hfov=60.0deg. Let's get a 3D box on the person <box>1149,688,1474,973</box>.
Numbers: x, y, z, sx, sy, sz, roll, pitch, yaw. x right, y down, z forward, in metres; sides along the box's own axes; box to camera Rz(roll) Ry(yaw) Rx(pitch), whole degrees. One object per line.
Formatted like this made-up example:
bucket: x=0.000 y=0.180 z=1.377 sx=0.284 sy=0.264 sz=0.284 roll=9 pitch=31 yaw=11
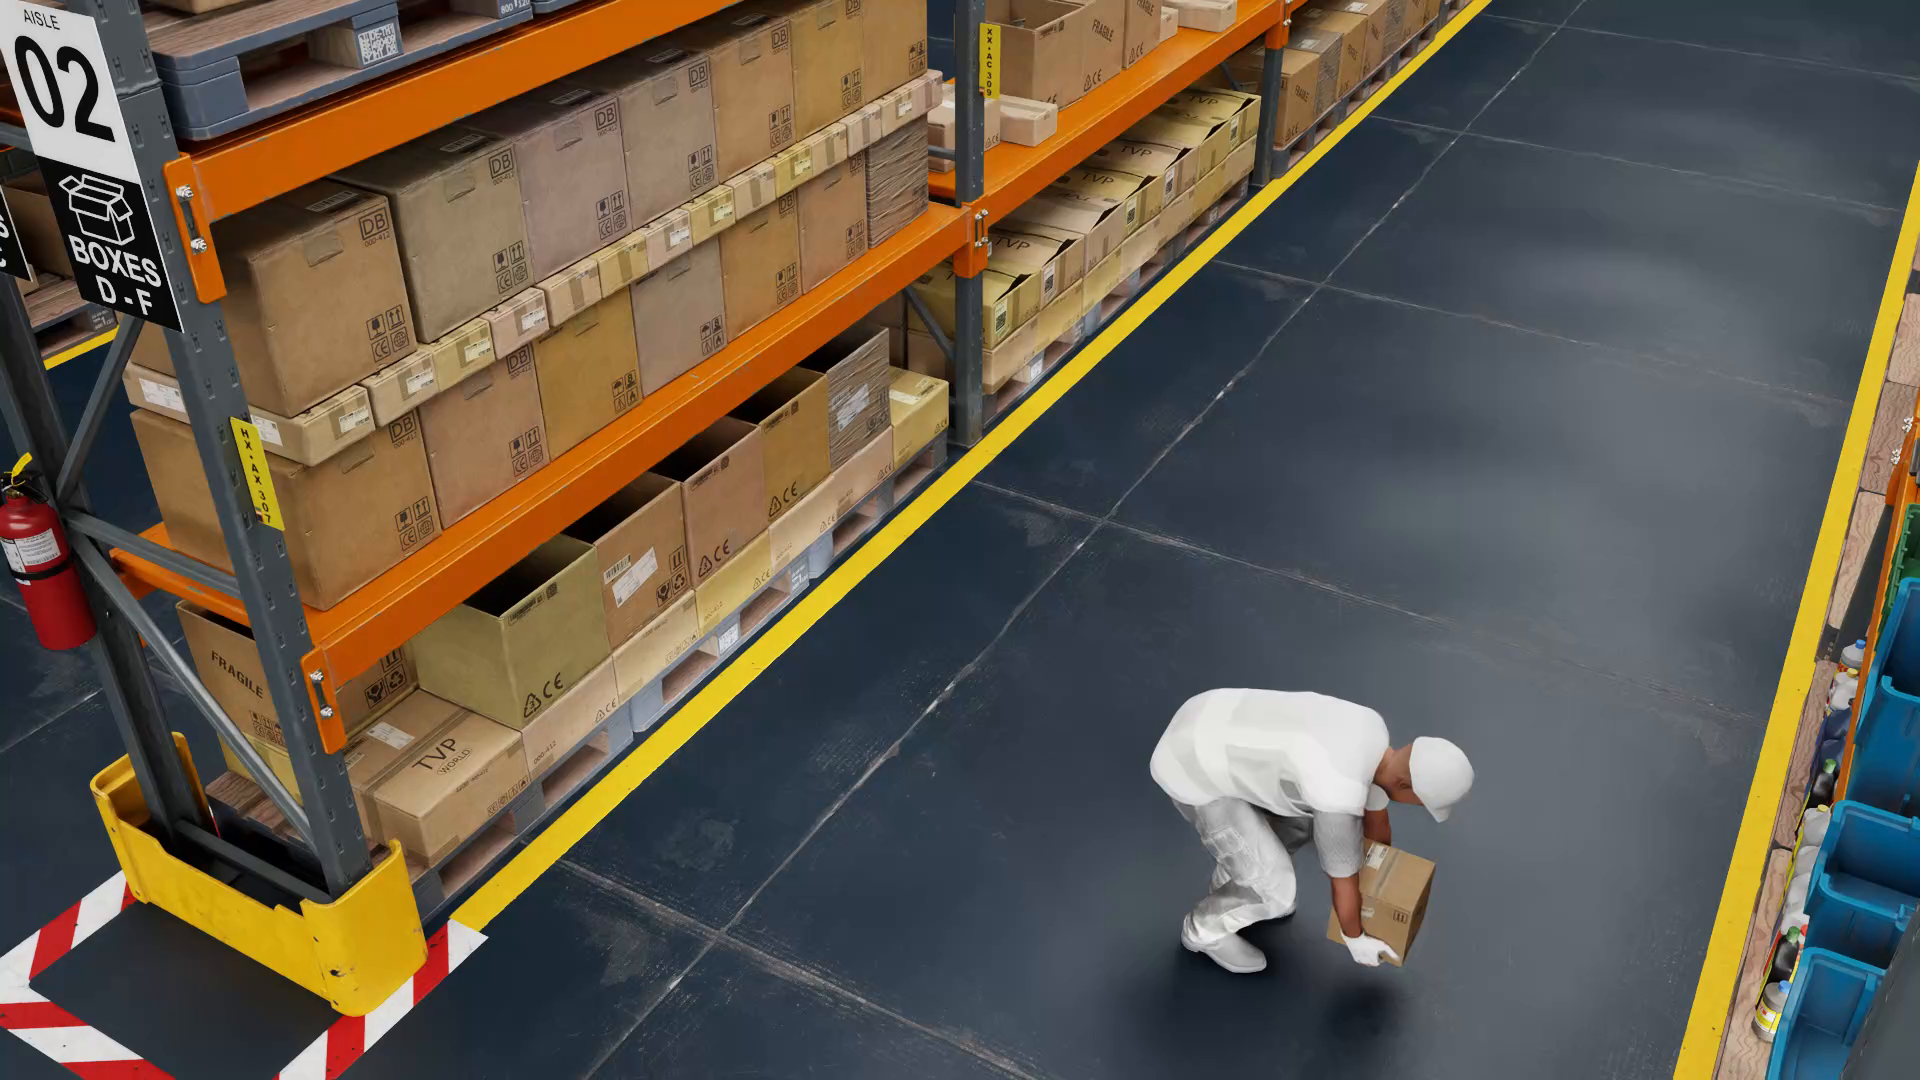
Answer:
person: x=1.101 y=0.947 z=5.399 sx=0.976 sy=1.017 sz=0.548 roll=16 pitch=37 yaw=22
